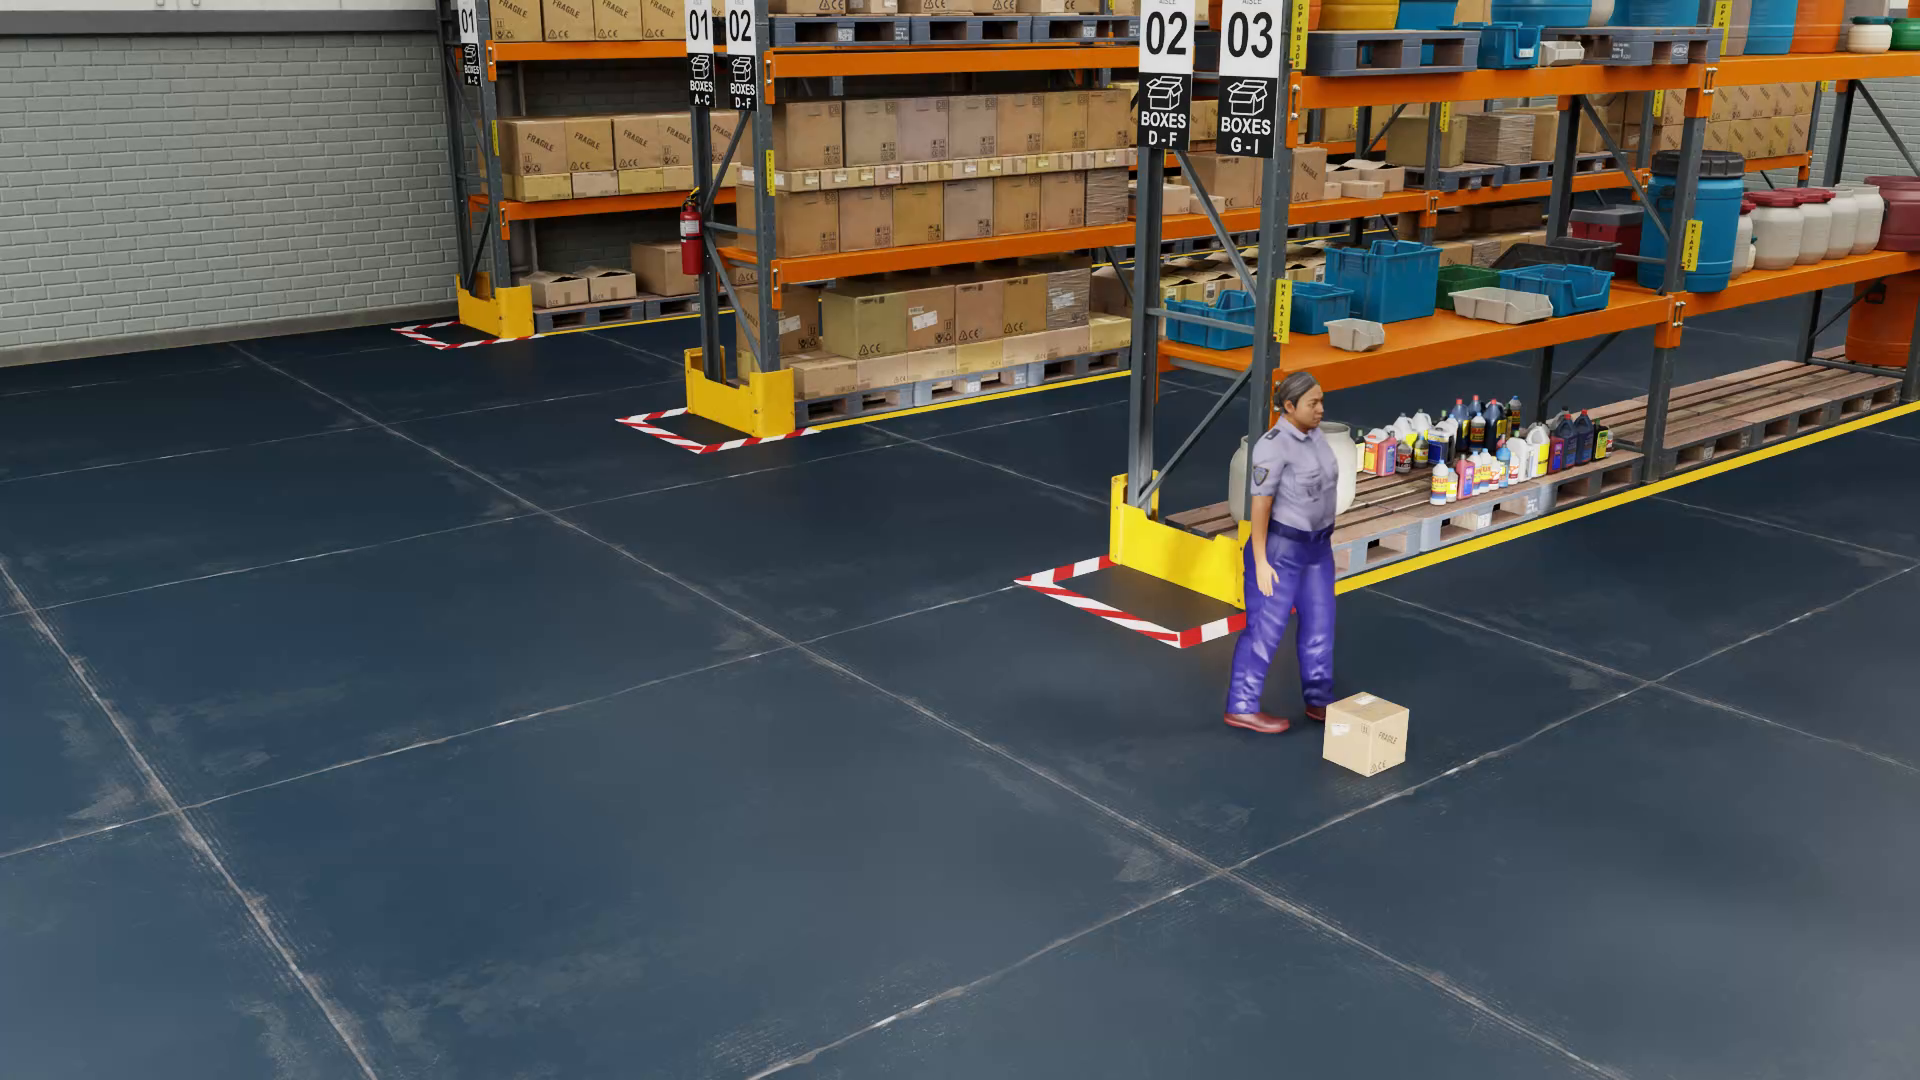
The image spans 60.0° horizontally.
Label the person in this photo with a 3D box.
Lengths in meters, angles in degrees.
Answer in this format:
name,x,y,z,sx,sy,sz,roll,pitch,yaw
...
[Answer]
name,x,y,z,sx,sy,sz,roll,pitch,yaw
person,1.528,0.071,7.348,0.547,1.648,0.492,15,23,39
